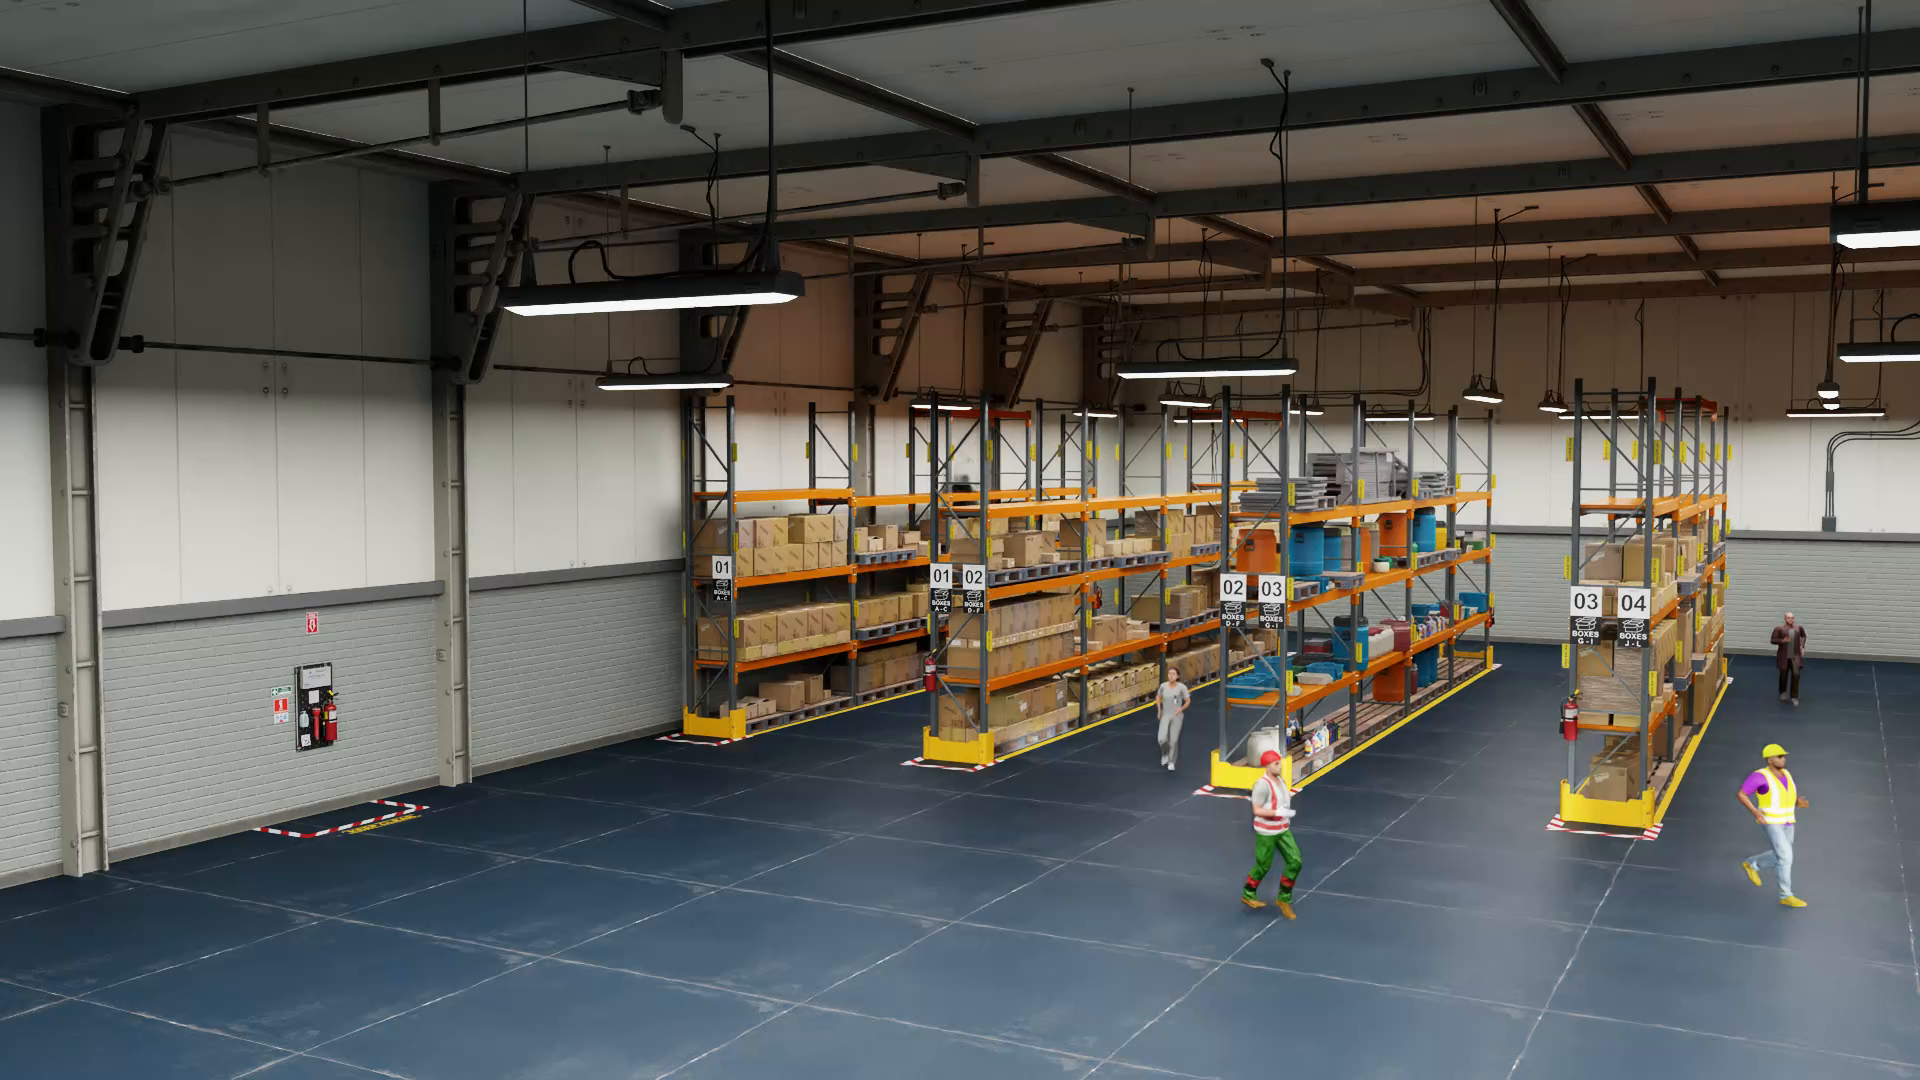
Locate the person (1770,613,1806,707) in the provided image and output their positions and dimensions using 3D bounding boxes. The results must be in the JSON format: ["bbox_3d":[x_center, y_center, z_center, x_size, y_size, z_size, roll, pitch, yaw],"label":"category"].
[{"bbox_3d":[16.481,2.350,33.090,0.674,1.816,0.896,1,3,17],"label":"person"}]

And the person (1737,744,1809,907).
[{"bbox_3d":[9.080,3.149,18.551,0.714,1.745,0.907,-1,3,-25],"label":"person"}]

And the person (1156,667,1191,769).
[{"bbox_3d":[3.339,2.807,26.173,0.572,1.635,0.537,1,3,18],"label":"person"}]

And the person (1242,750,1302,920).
[{"bbox_3d":[3.364,3.172,17.897,0.630,1.836,0.764,-3,4,-40],"label":"person"}]
